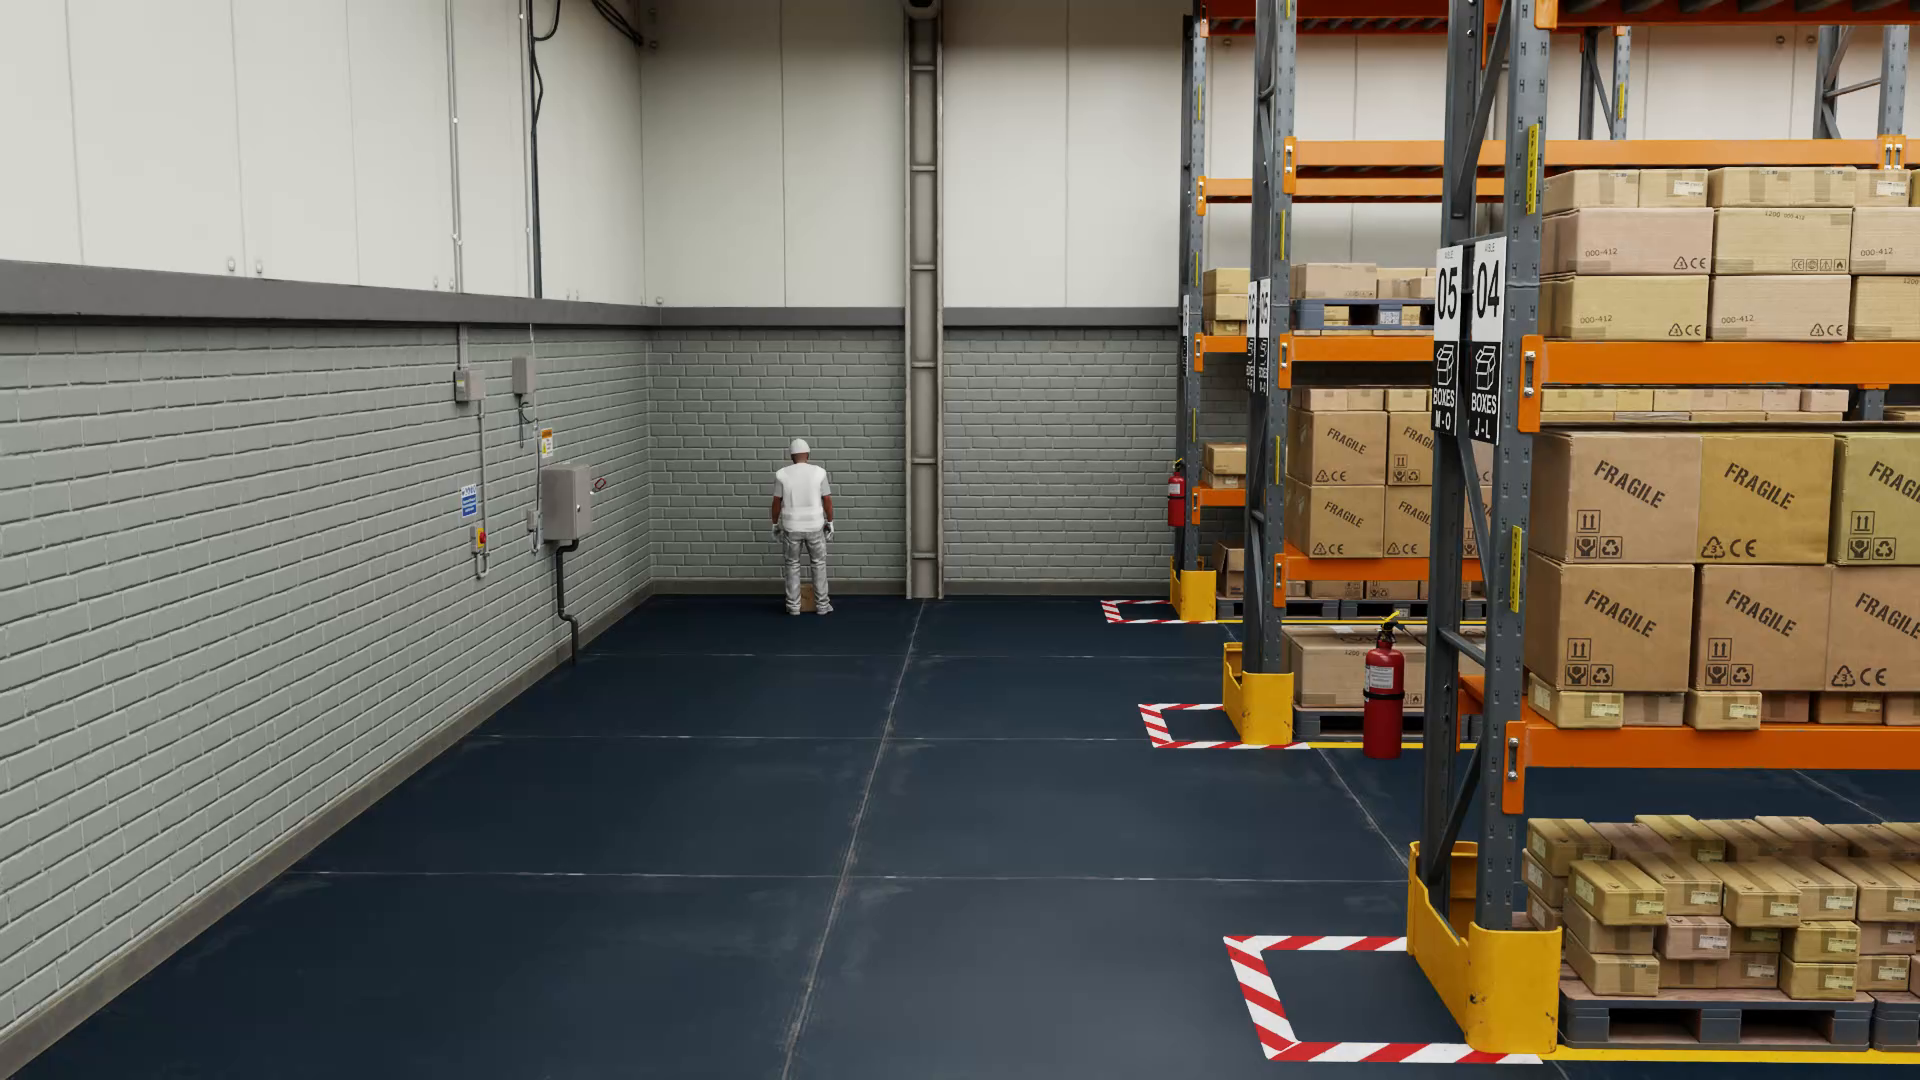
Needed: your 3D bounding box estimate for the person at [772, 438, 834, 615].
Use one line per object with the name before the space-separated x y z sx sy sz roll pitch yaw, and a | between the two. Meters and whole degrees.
person | -1.585 -0.135 16.792 0.632 1.775 0.445 -1 7 -5
